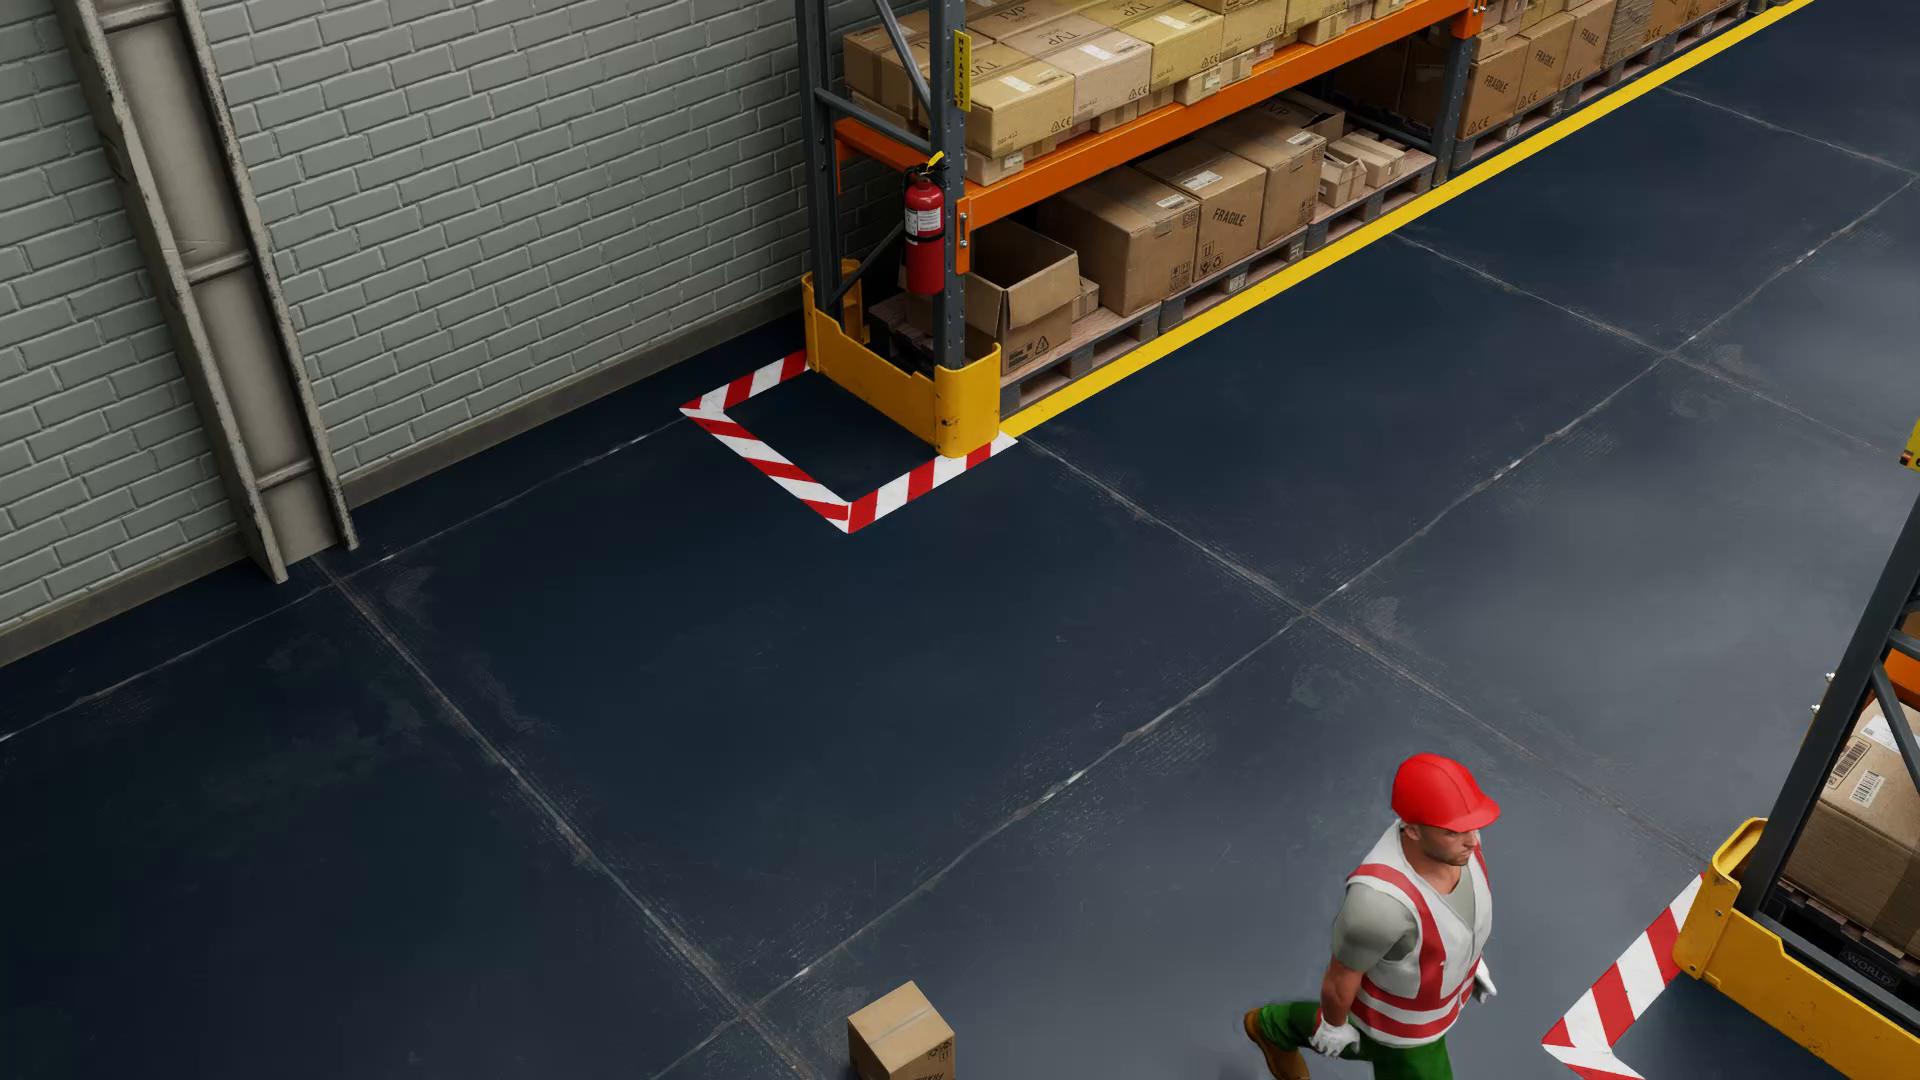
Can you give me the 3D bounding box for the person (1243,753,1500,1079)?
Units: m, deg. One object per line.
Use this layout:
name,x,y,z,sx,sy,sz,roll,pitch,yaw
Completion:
person,1.213,1.238,4.624,0.900,1.760,0.531,26,46,28
